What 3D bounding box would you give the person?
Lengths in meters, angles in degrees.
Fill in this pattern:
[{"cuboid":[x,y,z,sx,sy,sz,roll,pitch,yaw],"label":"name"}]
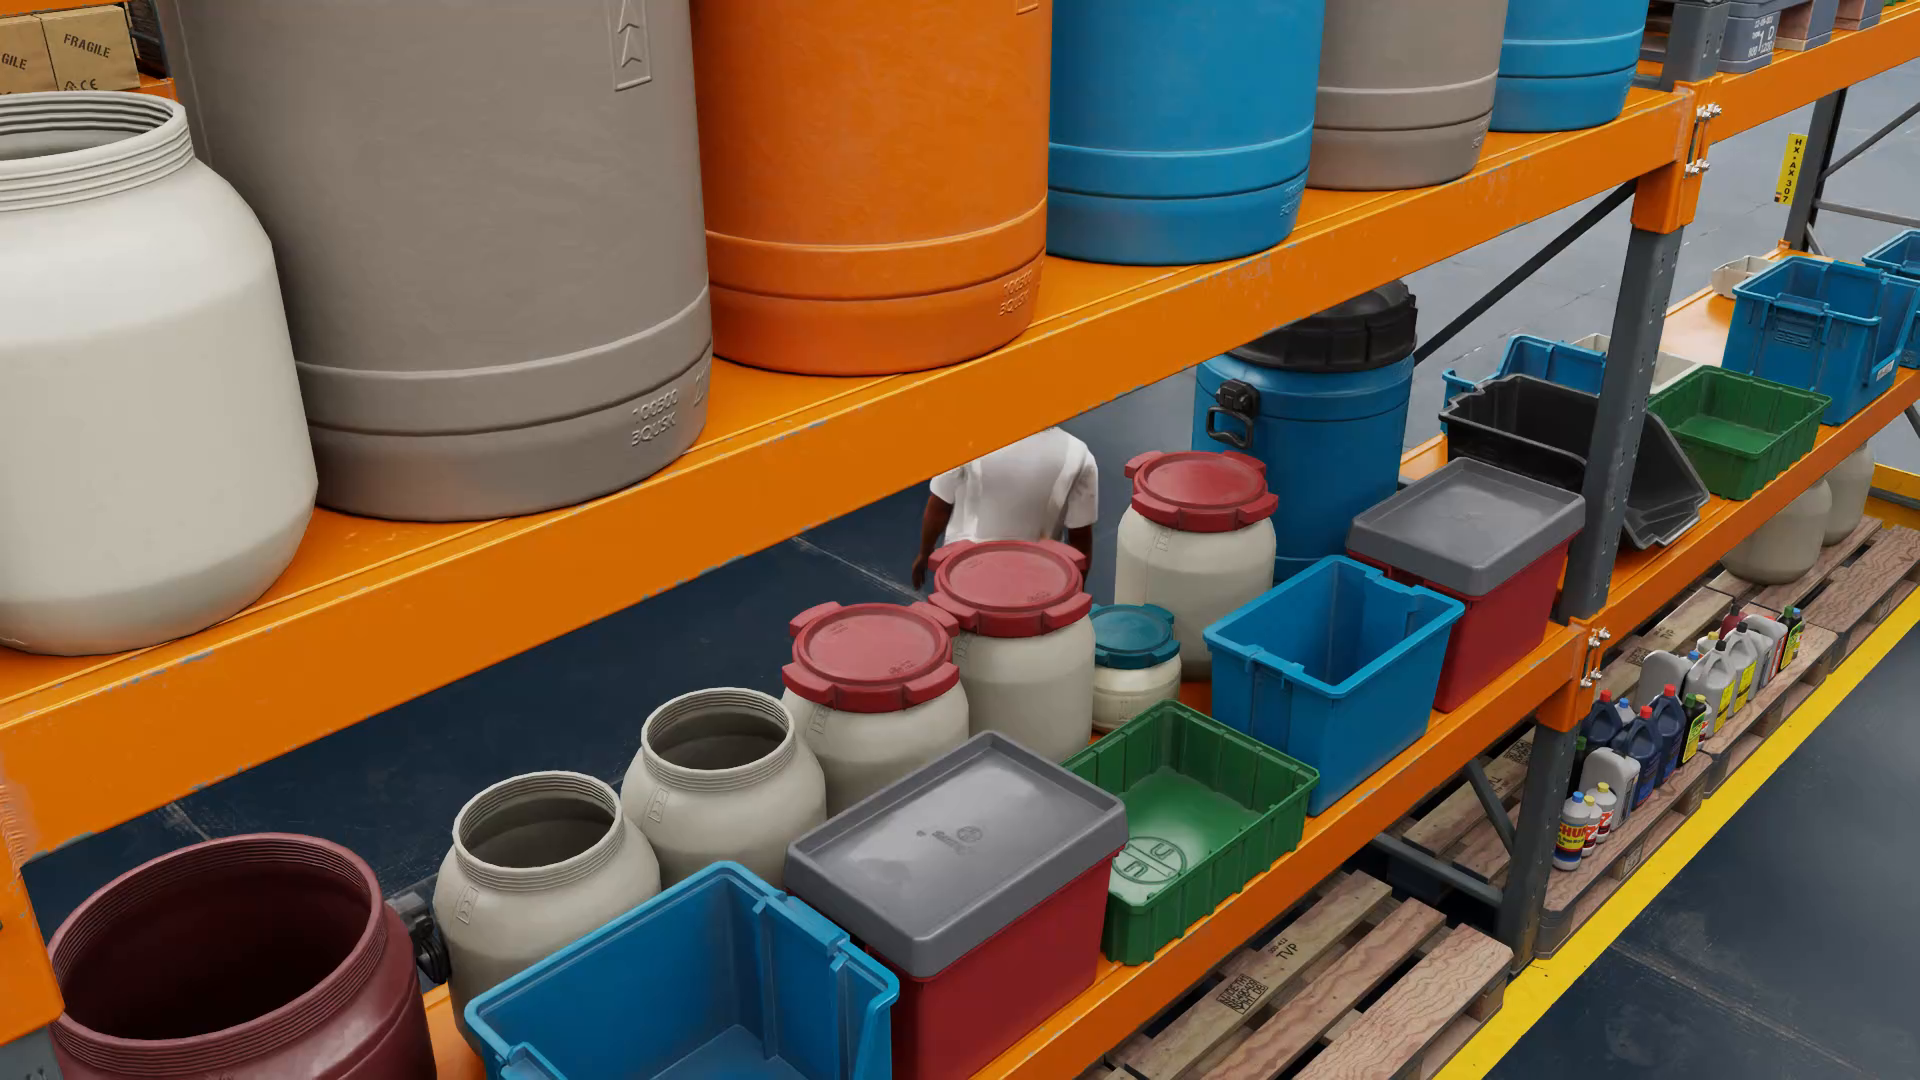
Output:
[{"cuboid":[0.149,0.143,5.828,0.645,1.730,0.879,-1,28,-1],"label":"person"}]
